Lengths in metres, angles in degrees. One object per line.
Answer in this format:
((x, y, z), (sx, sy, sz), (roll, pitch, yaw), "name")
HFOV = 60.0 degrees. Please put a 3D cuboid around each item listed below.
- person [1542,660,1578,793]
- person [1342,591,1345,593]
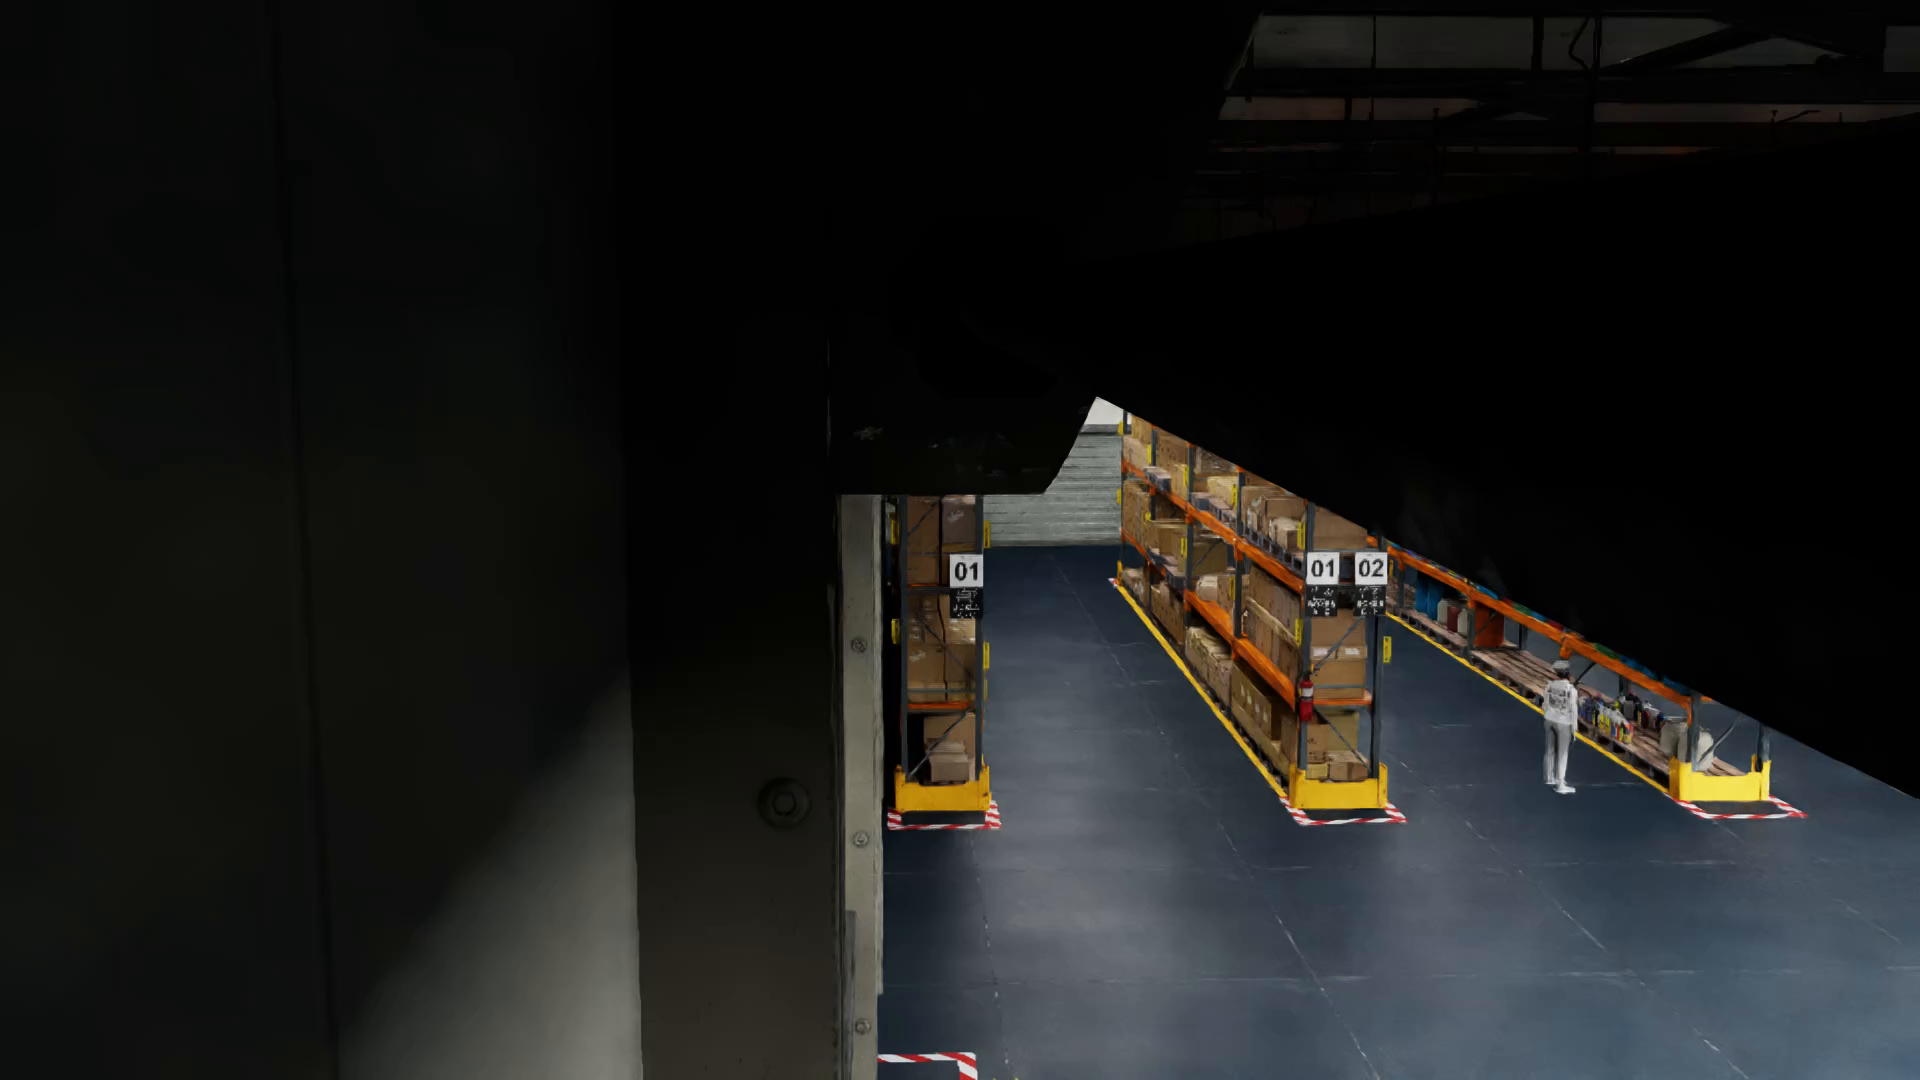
((7.694, 2.366, 21.278), (0.409, 1.677, 0.532), (-5, 10, -33), "person")
((7.282, 0.789, 32.266), (0.598, 1.617, 0.503), (-1, 8, -4), "person")
